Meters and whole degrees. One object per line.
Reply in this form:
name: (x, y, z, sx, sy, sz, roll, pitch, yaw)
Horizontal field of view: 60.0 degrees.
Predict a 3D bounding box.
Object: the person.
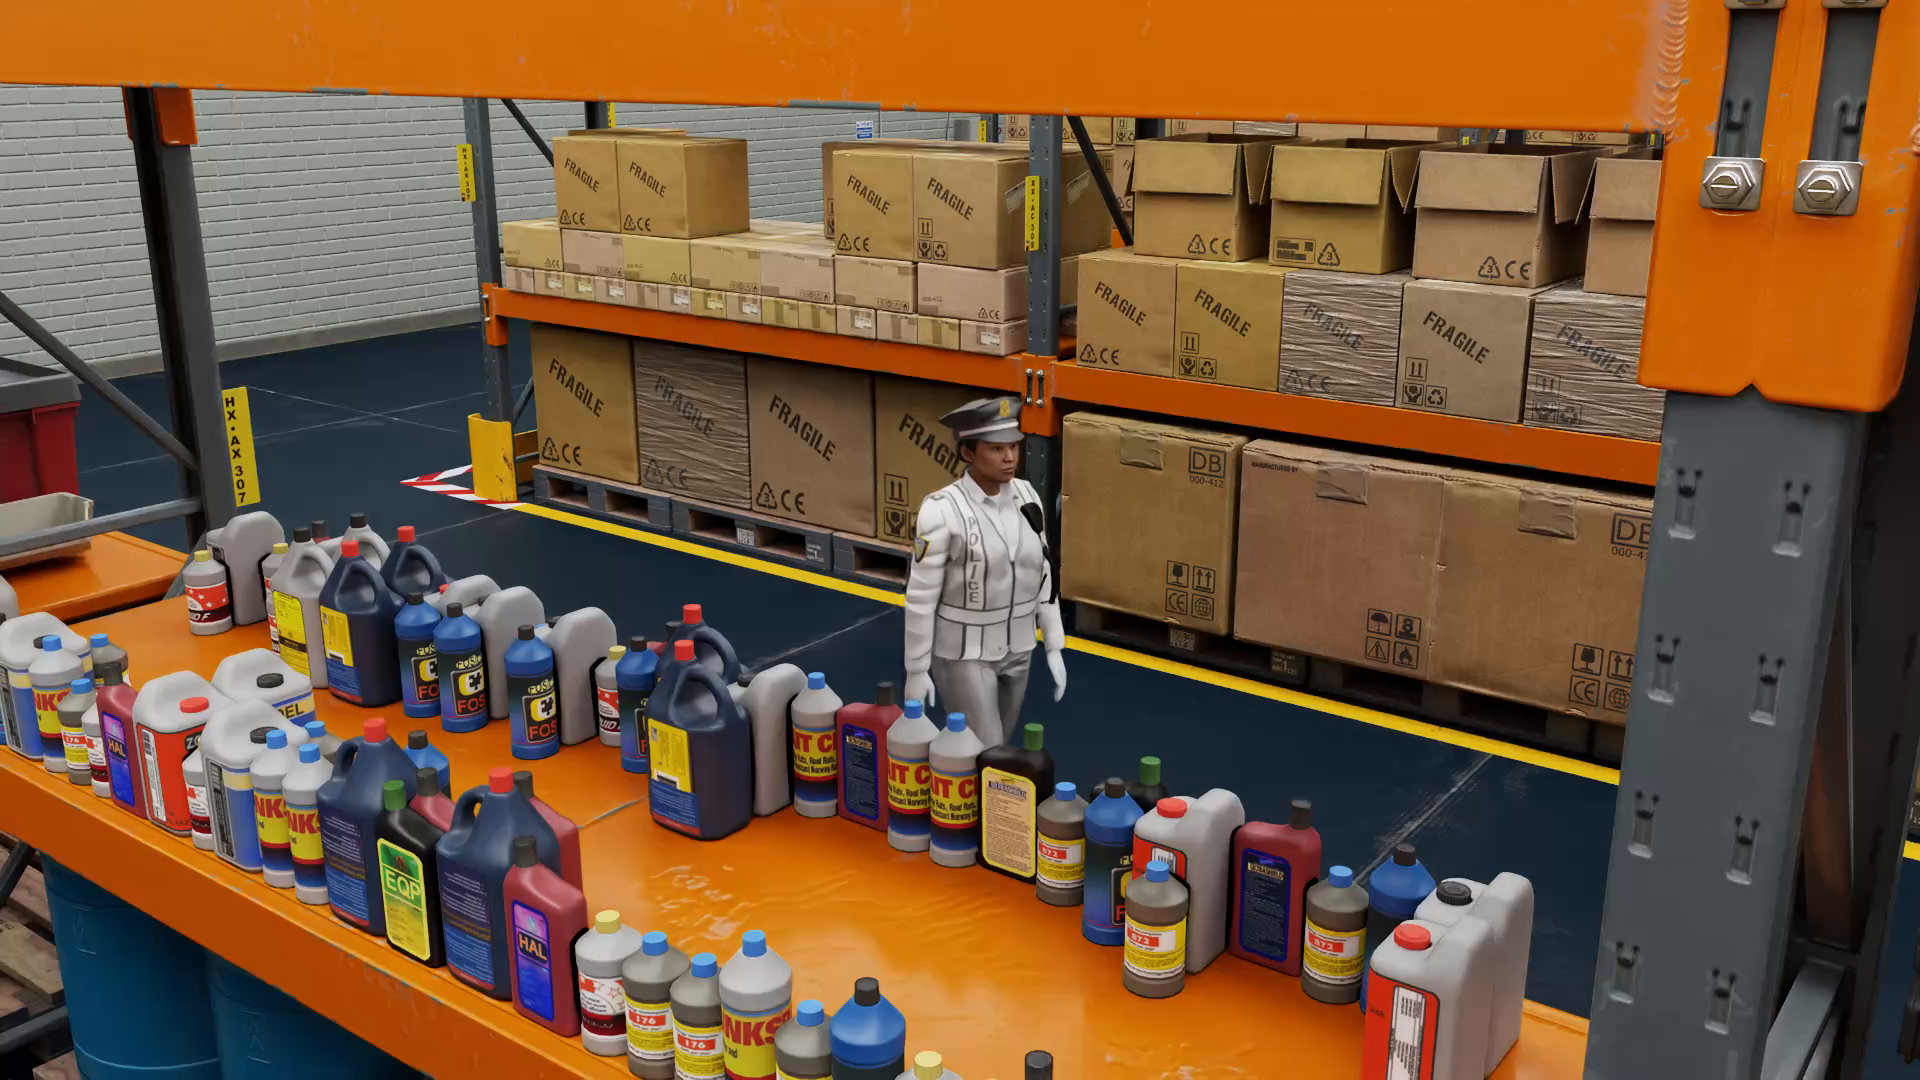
person: (0.071, 0.393, 5.211, 0.528, 1.739, 0.488, -13, 21, -37)
